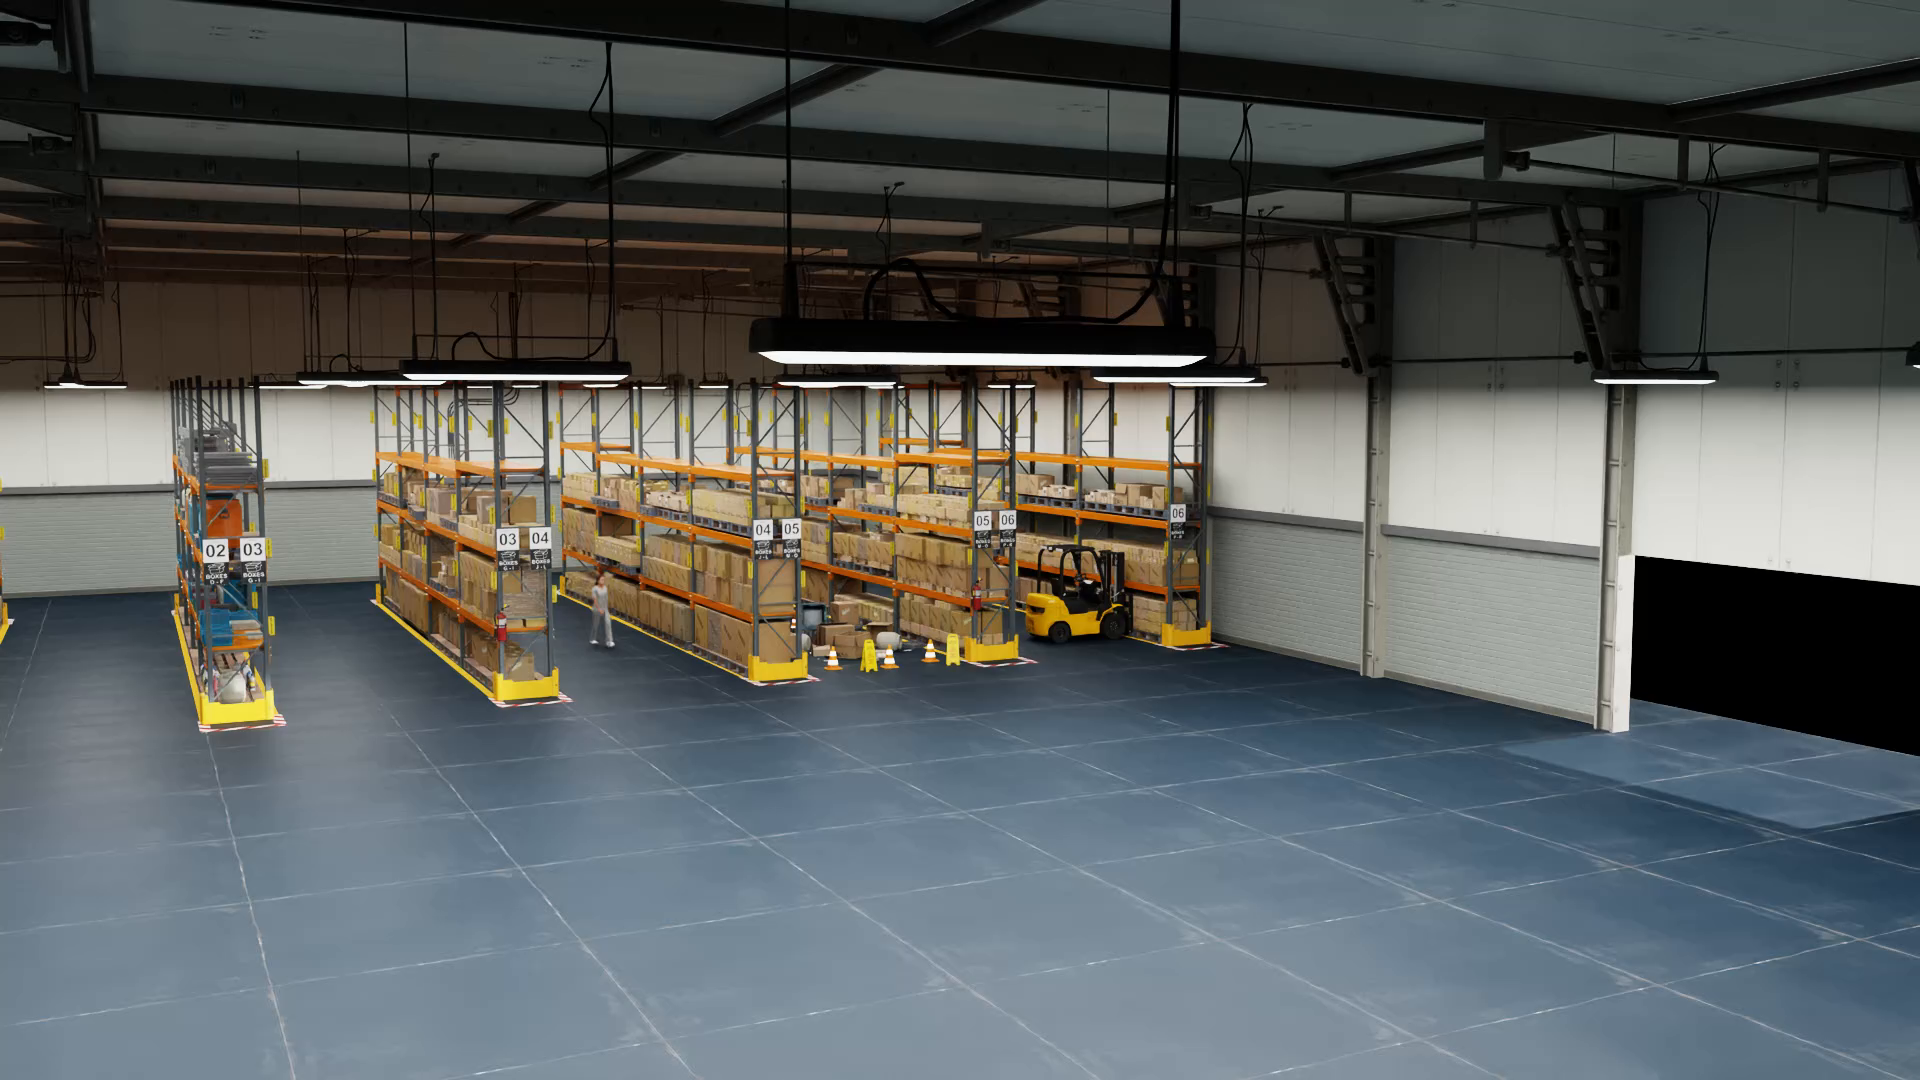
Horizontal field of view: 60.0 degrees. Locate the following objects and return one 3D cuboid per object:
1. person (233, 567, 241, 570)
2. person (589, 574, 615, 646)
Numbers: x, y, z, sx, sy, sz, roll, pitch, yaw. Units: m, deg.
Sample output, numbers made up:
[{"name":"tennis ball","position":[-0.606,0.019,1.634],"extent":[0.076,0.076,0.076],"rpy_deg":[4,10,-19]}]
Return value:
[{"name":"person","position":[-19.363,0.915,45.016],"extent":[1.062,1.579,0.528],"rpy_deg":[5,7,42]},{"name":"person","position":[-8.056,1.571,37.445],"extent":[0.450,1.607,1.009],"rpy_deg":[-4,7,-41]}]
